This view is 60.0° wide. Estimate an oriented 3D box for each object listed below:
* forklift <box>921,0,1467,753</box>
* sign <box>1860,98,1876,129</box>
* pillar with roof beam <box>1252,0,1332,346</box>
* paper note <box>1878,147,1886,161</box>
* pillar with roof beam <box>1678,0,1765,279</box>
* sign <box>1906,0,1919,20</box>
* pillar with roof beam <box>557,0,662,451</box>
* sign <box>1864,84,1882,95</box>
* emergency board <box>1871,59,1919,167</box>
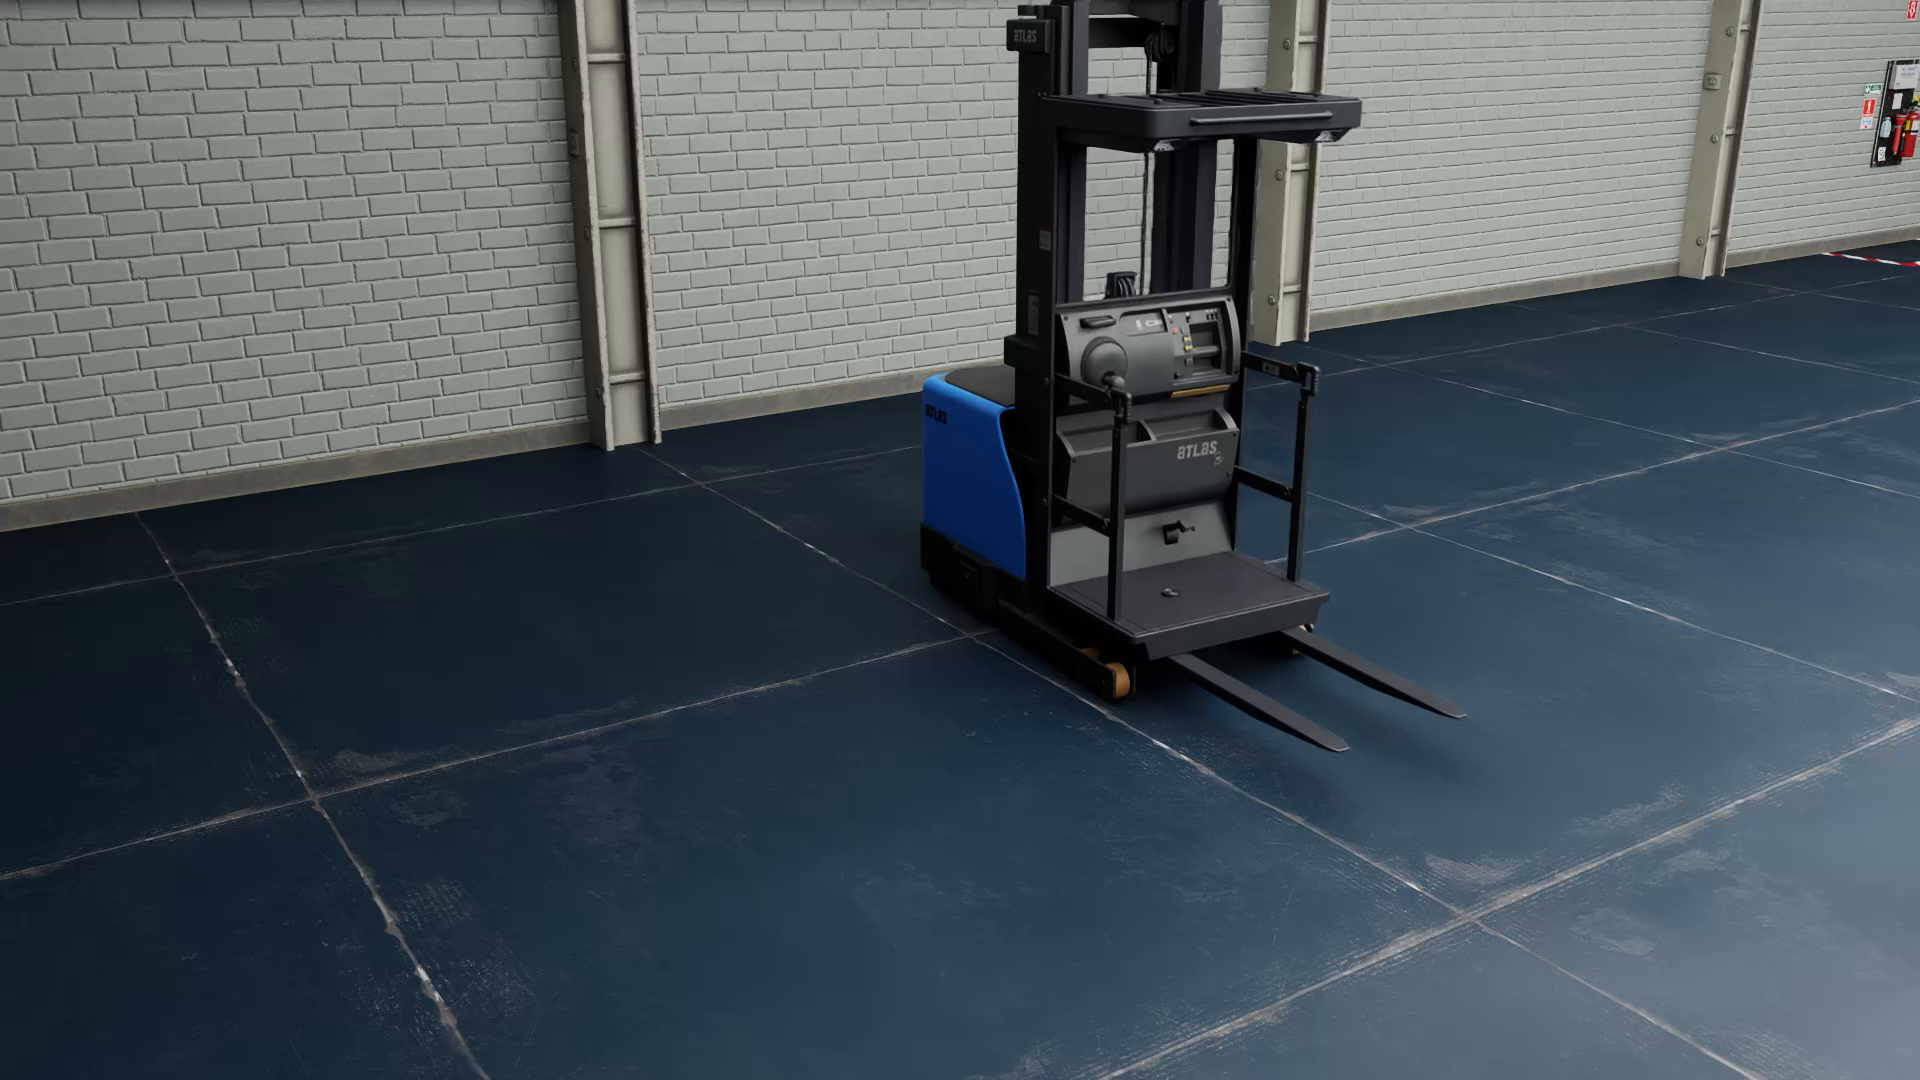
[{"bbox_3d":[0.959,-0.861,7.215,1.130,2.935,3.031,-10,21,-28],"label":"forklift"},{"bbox_3d":[10.176,-4.777,18.635,0.234,0.329,0.001,-12,22,-31],"label":"sign"},{"bbox_3d":[5.125,-4.832,9.486,0.400,9.000,9.100,-12,22,-31],"label":"pillar with roof beam"},{"bbox_3d":[10.509,-4.400,18.951,0.142,0.148,0.016,-12,22,-31],"label":"paper note"},{"bbox_3d":[10.136,-5.888,12.612,0.400,9.000,9.100,-12,22,-31],"label":"pillar with roof beam"},{"bbox_3d":[10.633,-5.953,18.551,0.199,0.298,0.001,-12,22,-31],"label":"sign"},{"bbox_3d":[0.114,-3.775,6.360,0.400,9.000,9.100,-12,22,-31],"label":"pillar with roof beam"},{"bbox_3d":[10.185,-5.026,18.546,0.331,0.109,0.001,-12,22,-31],"label":"sign"},{"bbox_3d":[10.695,-4.830,18.847,0.643,1.169,0.194,-12,22,-31],"label":"emergency board"}]
